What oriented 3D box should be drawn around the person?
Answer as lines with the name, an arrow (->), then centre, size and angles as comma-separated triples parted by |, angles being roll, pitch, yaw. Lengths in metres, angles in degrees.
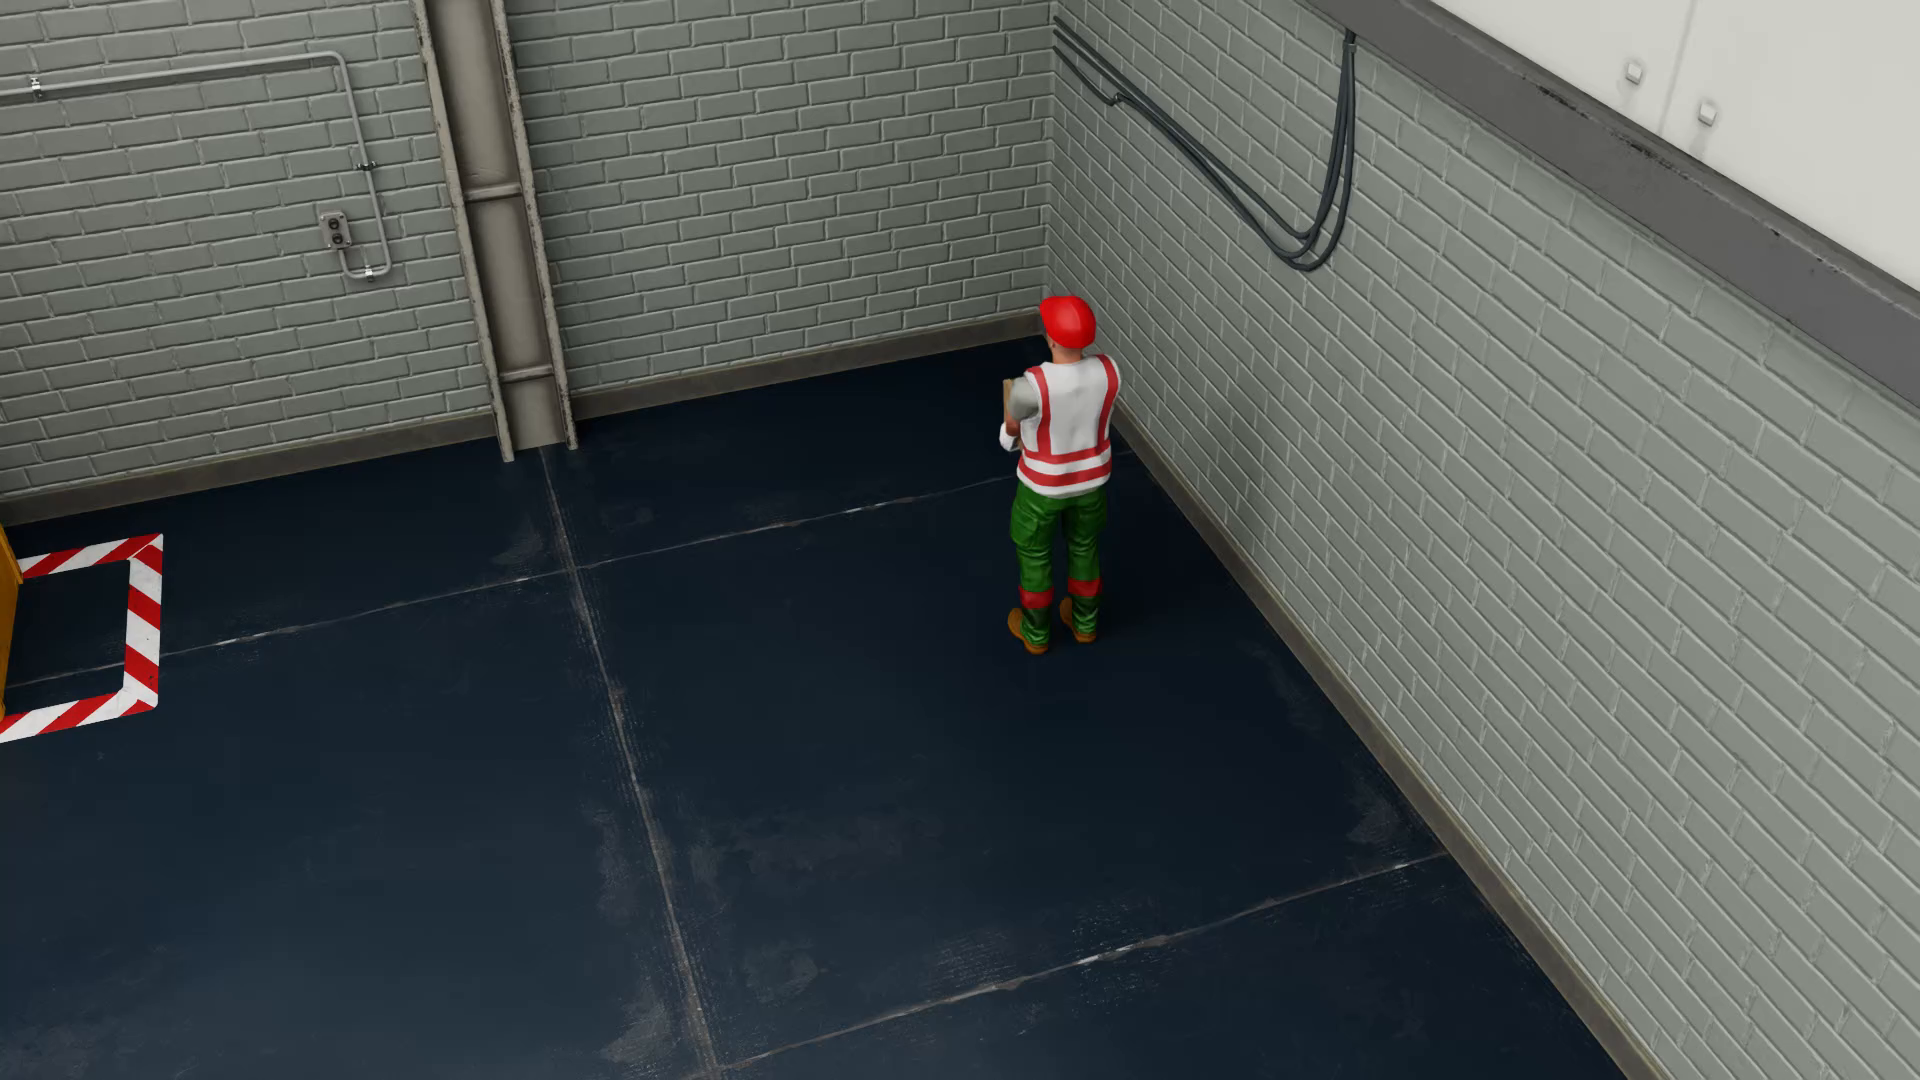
person -> 0.397, -0.326, 7.192 | 0.495, 1.785, 0.552 | -12, 39, -15
